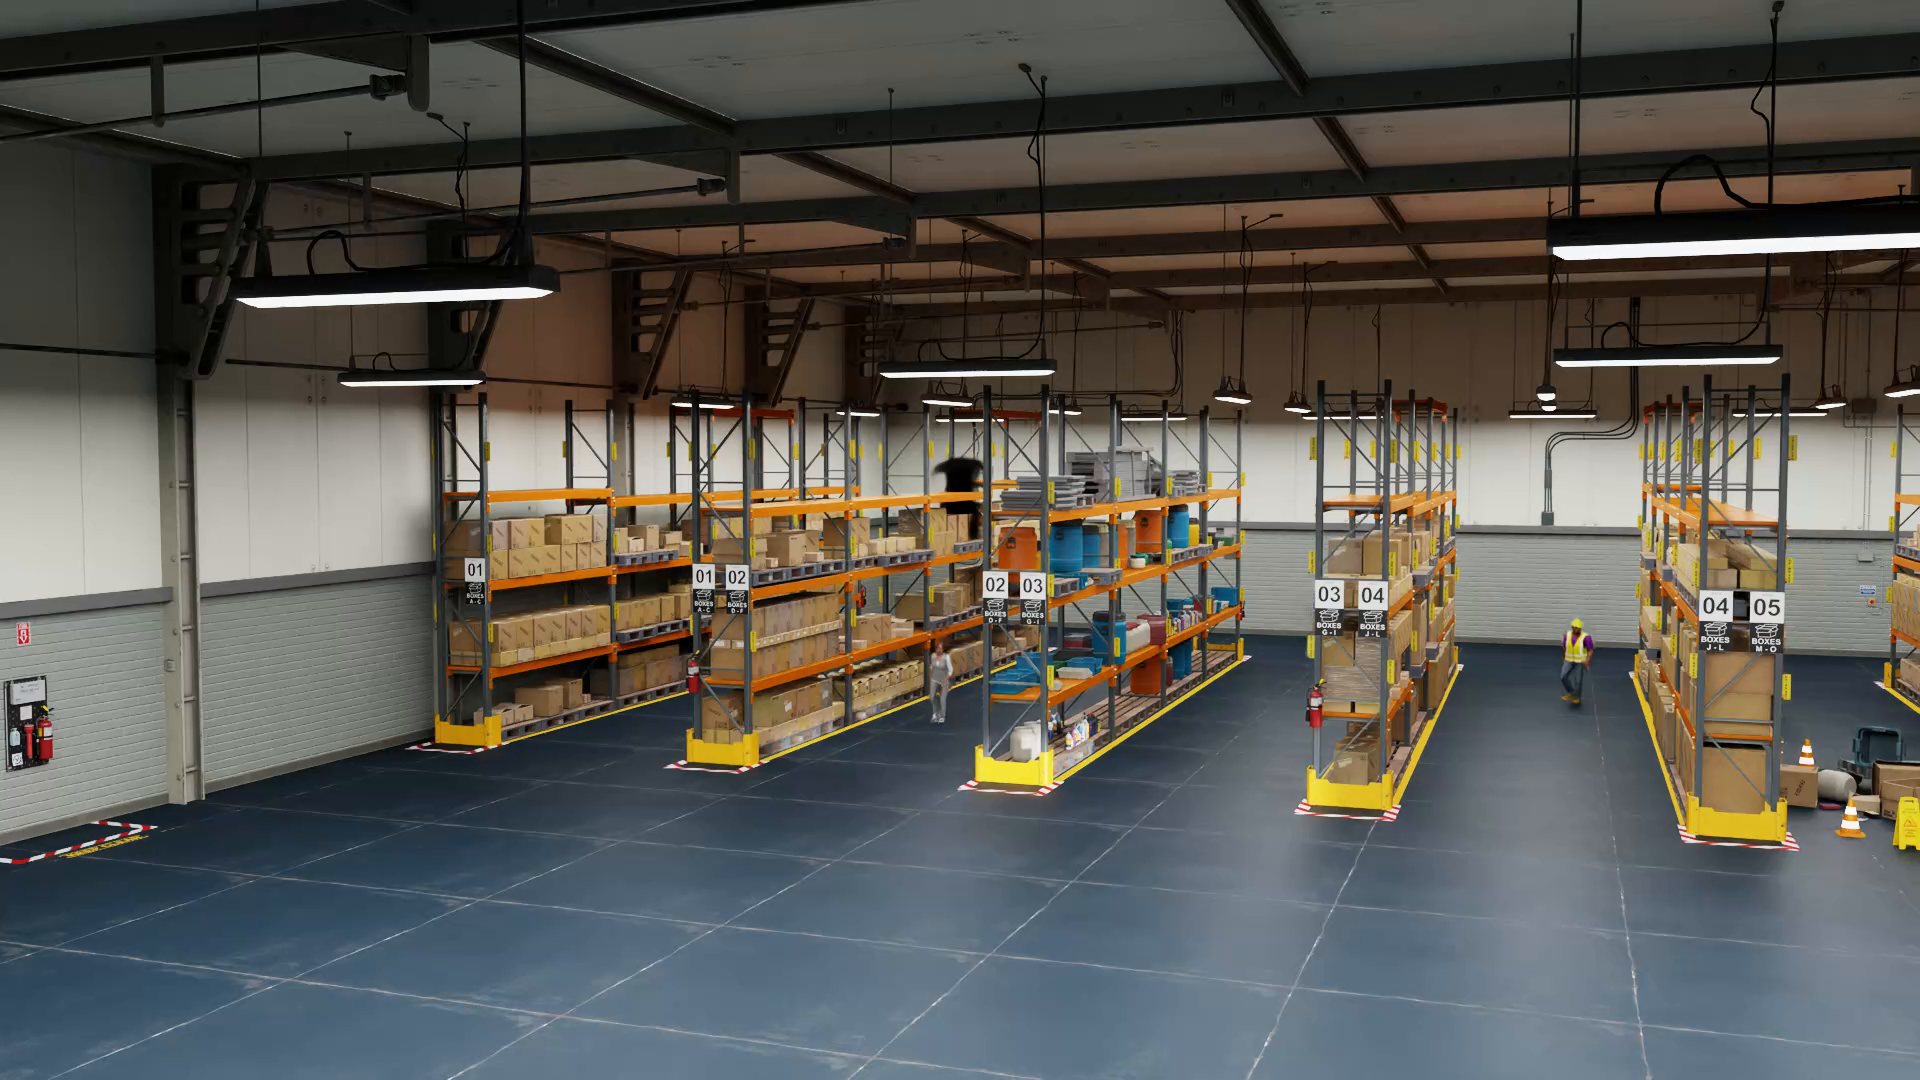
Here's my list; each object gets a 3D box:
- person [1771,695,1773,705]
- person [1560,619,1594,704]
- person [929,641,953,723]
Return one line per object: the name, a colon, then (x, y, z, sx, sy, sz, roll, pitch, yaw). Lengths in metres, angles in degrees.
person: (15.539, 2.511, 32.106, 0.734, 1.586, 0.921, 0, 3, 1)
person: (12.126, 2.391, 32.744, 0.708, 1.710, 0.692, 2, 4, 37)
person: (-0.359, 2.604, 30.315, 0.520, 1.536, 0.775, 1, 3, 12)
